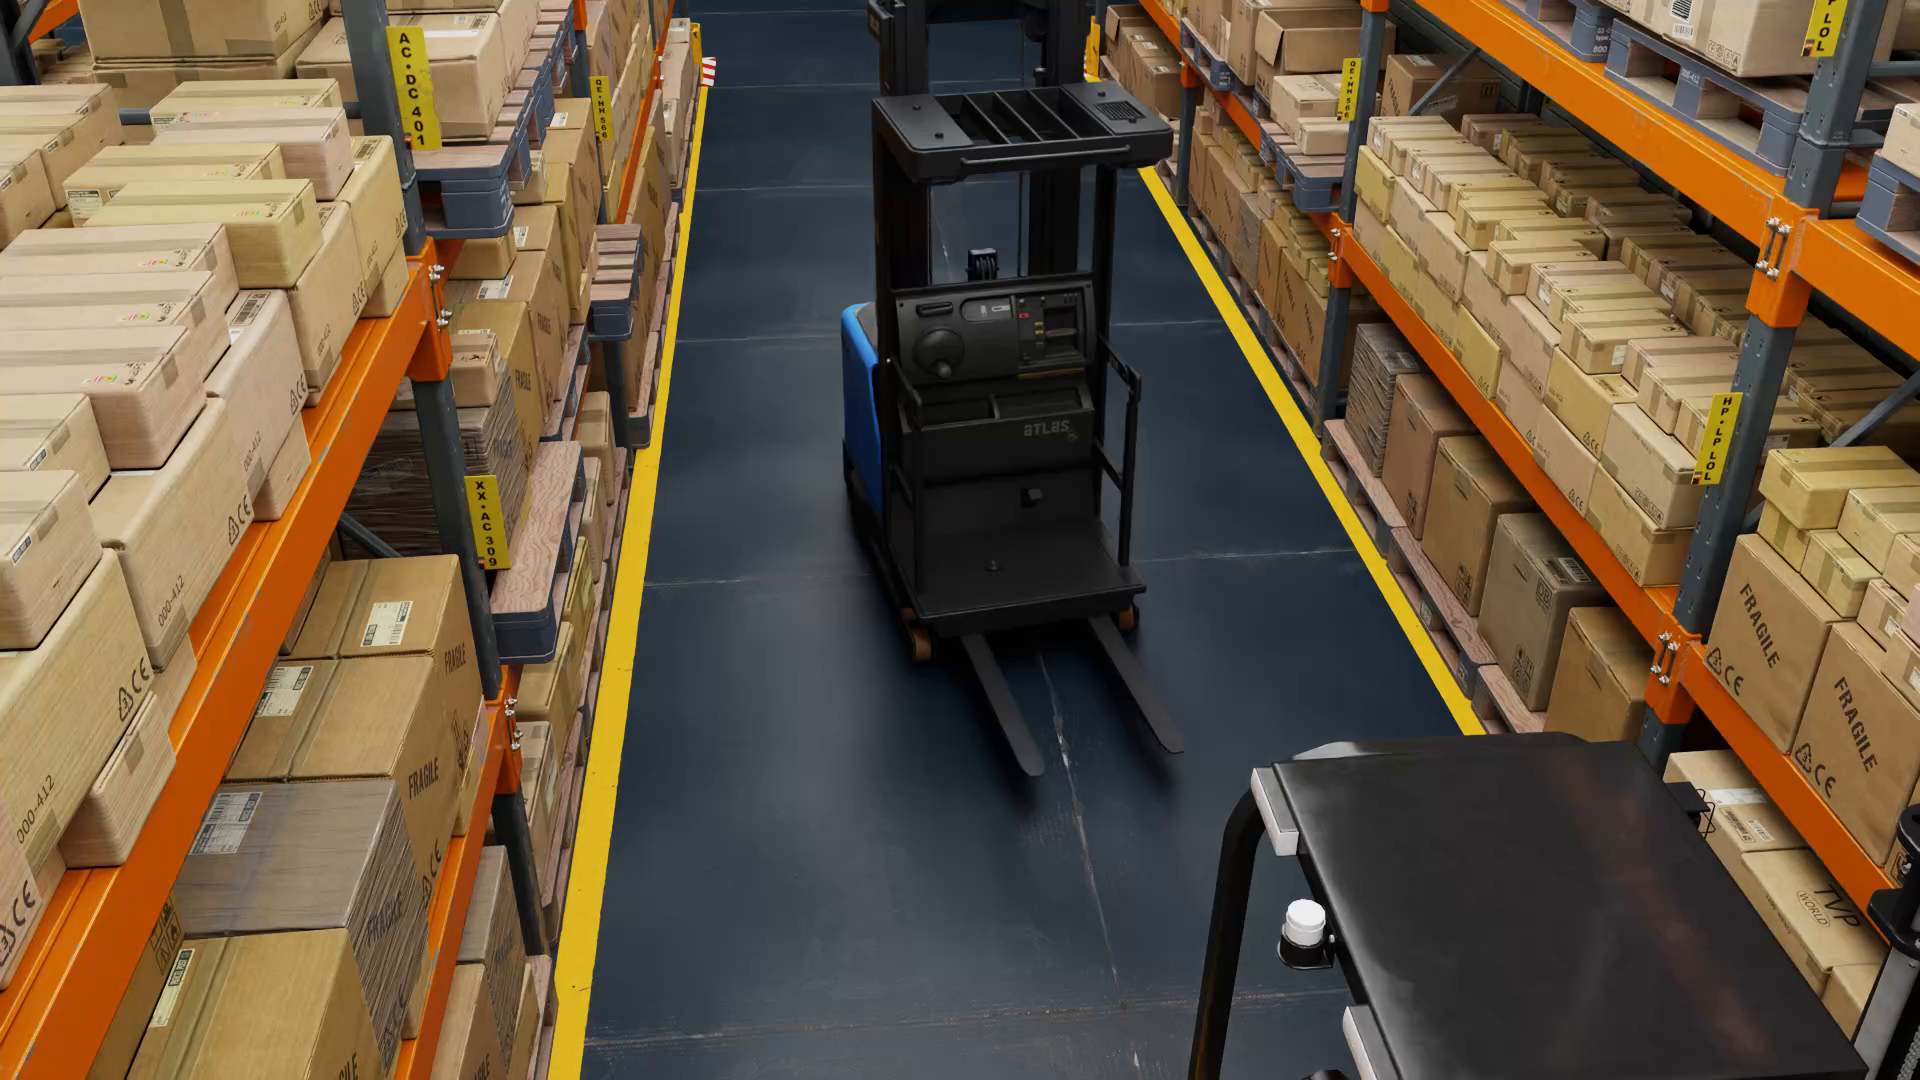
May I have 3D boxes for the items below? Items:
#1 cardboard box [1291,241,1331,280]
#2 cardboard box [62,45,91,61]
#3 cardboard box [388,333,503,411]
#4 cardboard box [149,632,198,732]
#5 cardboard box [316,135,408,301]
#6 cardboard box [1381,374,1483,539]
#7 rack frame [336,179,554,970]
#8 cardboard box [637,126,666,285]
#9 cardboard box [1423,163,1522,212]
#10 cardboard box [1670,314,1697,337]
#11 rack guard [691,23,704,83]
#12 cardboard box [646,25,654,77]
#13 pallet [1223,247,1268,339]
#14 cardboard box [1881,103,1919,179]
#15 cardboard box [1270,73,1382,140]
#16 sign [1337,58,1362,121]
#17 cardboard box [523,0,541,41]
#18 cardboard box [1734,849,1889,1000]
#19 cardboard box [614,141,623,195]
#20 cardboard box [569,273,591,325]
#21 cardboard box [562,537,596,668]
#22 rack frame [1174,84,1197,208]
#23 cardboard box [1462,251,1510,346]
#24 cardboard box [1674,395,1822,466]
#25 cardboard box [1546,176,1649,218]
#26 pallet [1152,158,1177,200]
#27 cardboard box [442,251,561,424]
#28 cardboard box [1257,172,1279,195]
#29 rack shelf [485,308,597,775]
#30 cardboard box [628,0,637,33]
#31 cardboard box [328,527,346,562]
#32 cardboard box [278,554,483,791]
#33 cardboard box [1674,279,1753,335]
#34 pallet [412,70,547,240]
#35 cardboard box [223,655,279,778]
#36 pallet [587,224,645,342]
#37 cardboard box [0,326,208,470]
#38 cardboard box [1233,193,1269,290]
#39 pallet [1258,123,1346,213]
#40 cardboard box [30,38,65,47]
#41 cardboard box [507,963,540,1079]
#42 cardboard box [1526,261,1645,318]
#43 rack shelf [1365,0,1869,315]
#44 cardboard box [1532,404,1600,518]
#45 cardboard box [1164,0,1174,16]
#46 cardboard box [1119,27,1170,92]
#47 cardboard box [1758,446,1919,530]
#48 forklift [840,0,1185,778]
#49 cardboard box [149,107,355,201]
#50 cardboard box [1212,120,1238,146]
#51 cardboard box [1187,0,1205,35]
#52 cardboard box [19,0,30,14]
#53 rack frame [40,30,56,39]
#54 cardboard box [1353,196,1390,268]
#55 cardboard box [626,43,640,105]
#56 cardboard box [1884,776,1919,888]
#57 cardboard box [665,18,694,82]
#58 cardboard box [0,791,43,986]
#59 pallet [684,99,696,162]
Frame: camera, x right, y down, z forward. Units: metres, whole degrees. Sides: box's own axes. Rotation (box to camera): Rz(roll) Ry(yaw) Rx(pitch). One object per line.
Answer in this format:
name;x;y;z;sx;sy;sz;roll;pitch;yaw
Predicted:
cardboard box;2.231;-1.695;10.058;0.380;0.149;0.250;-4;31;-7
cardboard box;-7.754;-4.310;14.831;0.380;0.149;0.250;-2;31;-4
cardboard box;-1.674;-0.536;5.293;0.380;0.149;0.250;-3;31;-5
cardboard box;-1.506;0.236;2.750;0.380;0.149;0.250;-4;31;-6
cardboard box;-1.673;-0.787;4.074;0.500;0.250;0.500;-3;31;-5
cardboard box;2.699;-0.440;8.468;0.875;0.625;0.625;-2;31;-3
rack frame;-1.982;0.350;5.238;1.000;3.000;0.127;-3;31;-5
cardboard box;-2.500;-2.229;11.219;0.875;0.875;0.875;-2;31;-3
cardboard box;2.435;-1.677;7.903;0.380;0.149;0.250;-2;31;-4
cardboard box;3.094;-0.831;6.874;0.500;0.250;0.500;-3;31;-6
rack guard;-3.105;-4.715;16.157;1.175;0.500;0.348;-3;31;-5
cardboard box;-2.437;-3.453;11.752;0.500;0.250;0.500;-3;31;-6
pallet;2.443;-1.739;11.455;1.003;0.211;1.213;-3;31;-5
cardboard box;2.699;-1.049;4.394;0.380;0.149;0.250;-2;31;-4
cardboard box;2.165;-2.571;9.865;0.500;0.250;0.500;-4;31;-7
sign;2.046;-2.364;8.731;0.100;0.325;0.005;-3;31;-5
cardboard box;-1.755;-1.886;5.794;0.500;0.250;0.500;-3;31;-5
cardboard box;2.730;1.205;5.104;0.500;0.250;0.500;-3;31;-5
cardboard box;-2.217;-2.151;9.572;0.500;0.250;0.500;-4;31;-6
cardboard box;-1.870;-1.080;7.468;0.380;0.149;0.250;-2;31;-4
cardboard box;-2.171;0.309;7.461;0.950;0.372;0.625;-2;31;-3
rack frame;2.212;-3.974;12.478;1.000;3.000;0.127;-3;31;-5
cardboard box;2.533;-1.060;7.259;0.500;0.250;0.500;-2;31;-4
cardboard box;2.707;-0.375;5.722;0.380;0.149;0.250;-2;31;-3
cardboard box;2.956;-1.574;7.730;0.380;0.149;0.250;-3;31;-5
pallet;2.149;-3.127;13.780;1.003;0.211;1.213;-3;31;-5
cardboard box;-1.820;-0.763;6.304;0.500;0.500;0.500;-3;31;-5
cardboard box;2.219;-2.364;11.177;0.380;0.149;0.250;-3;31;-4
rack shelf;-2.169;-0.362;7.132;1.077;0.370;4.000;-3;31;-5
cardboard box;-2.354;-3.467;10.556;0.500;0.500;0.500;-2;31;-3
cardboard box;-2.254;-0.226;5.405;0.500;0.500;0.500;-3;31;-6
cardboard box;-1.693;0.395;4.777;0.500;0.500;0.500;-4;31;-6
cardboard box;3.102;-0.925;6.644;0.380;0.149;0.250;-3;31;-5
pallet;-1.934;-1.177;5.054;1.213;0.211;1.003;-3;31;-5
cardboard box;-2.131;0.247;4.048;0.700;0.500;0.500;-3;31;-4
pallet;-2.183;-1.251;8.106;1.213;0.211;1.003;-3;31;-5
cardboard box;-1.495;-0.234;2.758;0.380;0.149;0.250;-2;31;-4
cardboard box;2.177;-2.032;11.254;0.500;0.500;0.500;-4;31;-6
pallet;2.453;-2.192;9.682;1.213;0.211;1.003;-3;31;-5
cardboard box;-8.312;-4.416;15.008;0.380;0.149;0.250;-4;31;-7
cardboard box;-1.659;1.639;5.352;0.500;0.250;0.500;-1;31;-2
cardboard box;2.558;-1.026;6.812;0.380;0.149;0.250;-2;31;-4
rack shelf;2.773;-1.889;6.765;1.077;0.370;4.000;-3;31;-5
cardboard box;2.599;-0.326;6.517;0.500;0.250;0.500;-3;31;-5
cardboard box;1.837;-4.280;13.236;0.380;0.149;0.250;-2;31;-3
cardboard box;1.842;-4.368;15.166;0.700;0.500;0.500;-2;31;-3
cardboard box;2.694;-0.162;5.075;0.380;0.149;0.250;-2;31;-4
forklift;0.225;-0.904;7.406;1.130;2.935;3.031;-8;32;-13
cardboard box;-1.634;-0.892;3.860;0.380;0.149;0.250;-3;31;-6
cardboard box;2.084;-3.026;12.286;0.380;0.149;0.250;-4;31;-6
cardboard box;2.035;-3.939;11.913;0.700;0.500;0.500;-2;31;-3
cardboard box;-7.521;-4.168;13.048;0.380;0.149;0.250;-1;31;-2
rack frame;-8.022;-5.488;15.012;1.000;3.000;0.127;-3;31;-5
cardboard box;2.384;-1.629;8.698;0.500;0.250;0.500;-3;31;-4
cardboard box;-2.273;-2.891;10.324;0.500;0.250;0.500;-2;31;-4
cardboard box;2.855;0.830;4.337;0.500;0.500;0.500;-3;31;-5
cardboard box;-2.942;-4.525;15.489;0.875;0.438;0.875;-4;31;-6
cardboard box;-1.428;0.514;1.895;0.500;0.250;0.500;-3;31;-5
pallet;-2.840;-3.553;14.493;1.003;0.211;1.213;-3;31;-5
